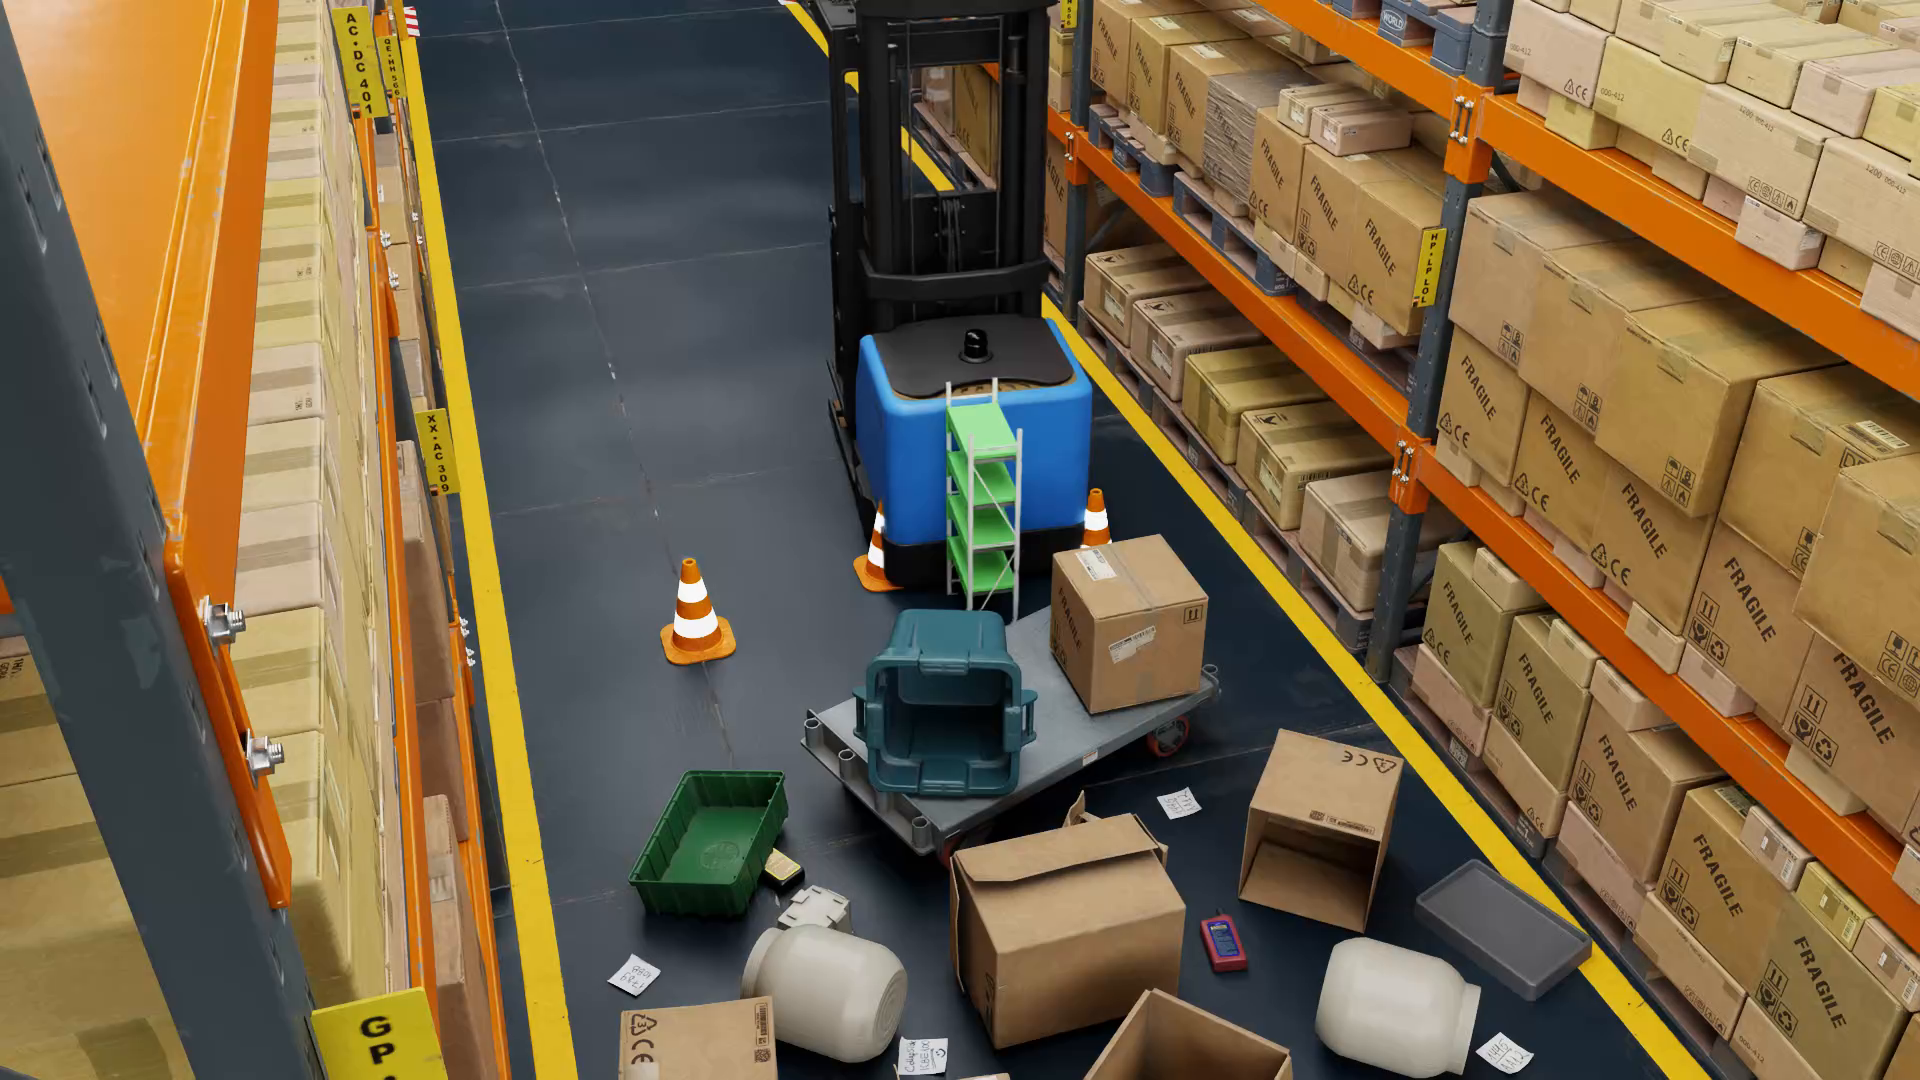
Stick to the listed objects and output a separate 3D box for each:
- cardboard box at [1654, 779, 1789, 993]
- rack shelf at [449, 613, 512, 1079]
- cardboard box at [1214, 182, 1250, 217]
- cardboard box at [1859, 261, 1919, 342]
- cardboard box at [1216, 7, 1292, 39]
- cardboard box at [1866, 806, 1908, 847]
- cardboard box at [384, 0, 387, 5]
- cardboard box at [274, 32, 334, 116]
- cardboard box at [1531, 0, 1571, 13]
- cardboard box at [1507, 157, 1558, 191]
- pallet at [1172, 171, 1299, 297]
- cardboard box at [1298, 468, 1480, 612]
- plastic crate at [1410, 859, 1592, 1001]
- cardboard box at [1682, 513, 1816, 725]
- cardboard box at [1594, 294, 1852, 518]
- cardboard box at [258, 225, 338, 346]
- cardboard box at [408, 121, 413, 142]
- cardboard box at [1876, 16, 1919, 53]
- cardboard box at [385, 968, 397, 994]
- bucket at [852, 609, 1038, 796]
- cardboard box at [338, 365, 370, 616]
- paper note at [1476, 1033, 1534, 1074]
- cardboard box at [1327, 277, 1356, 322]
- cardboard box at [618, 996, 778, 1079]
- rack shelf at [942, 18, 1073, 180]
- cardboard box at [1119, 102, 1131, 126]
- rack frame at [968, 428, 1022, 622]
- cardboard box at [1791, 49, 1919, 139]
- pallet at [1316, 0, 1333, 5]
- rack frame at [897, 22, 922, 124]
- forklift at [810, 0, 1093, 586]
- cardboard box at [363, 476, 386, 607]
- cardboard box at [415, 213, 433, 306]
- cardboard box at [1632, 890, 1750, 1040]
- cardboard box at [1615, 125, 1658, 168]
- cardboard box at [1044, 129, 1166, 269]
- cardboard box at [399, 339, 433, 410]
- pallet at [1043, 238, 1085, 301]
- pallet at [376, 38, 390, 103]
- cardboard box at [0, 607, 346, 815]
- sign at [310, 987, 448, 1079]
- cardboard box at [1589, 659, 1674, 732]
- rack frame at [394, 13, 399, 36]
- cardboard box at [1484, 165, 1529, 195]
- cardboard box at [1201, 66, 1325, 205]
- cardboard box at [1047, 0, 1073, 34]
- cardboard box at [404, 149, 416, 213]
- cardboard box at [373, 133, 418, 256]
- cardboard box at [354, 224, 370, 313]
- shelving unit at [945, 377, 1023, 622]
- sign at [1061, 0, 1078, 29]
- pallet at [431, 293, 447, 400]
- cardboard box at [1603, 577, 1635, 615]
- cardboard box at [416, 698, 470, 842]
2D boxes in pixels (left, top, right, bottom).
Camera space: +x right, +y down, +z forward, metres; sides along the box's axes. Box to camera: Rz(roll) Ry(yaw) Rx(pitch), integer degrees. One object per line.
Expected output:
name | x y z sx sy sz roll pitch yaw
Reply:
cardboard box | 2.811 1.152 5.719 0.500 0.500 0.500 -11 35 -16
rack shelf | -1.680 1.544 4.344 1.077 0.370 4.000 -10 35 -15
cardboard box | 1.542 -1.803 8.605 0.380 0.149 0.250 -9 34 -13
cardboard box | 2.727 -0.677 4.561 0.380 0.149 0.250 -10 35 -15
cardboard box | 1.744 -2.671 9.330 0.500 0.500 0.500 -11 35 -15
cardboard box | 3.003 0.813 5.027 0.380 0.149 0.250 -10 35 -14
cardboard box | -4.505 -4.105 12.469 0.380 0.149 0.250 -9 34 -13
cardboard box | -1.722 -1.099 4.004 0.380 0.149 0.250 -10 35 -15
cardboard box | 2.178 -1.950 5.764 0.380 0.149 0.250 -11 35 -16
cardboard box | 2.586 -1.609 7.135 0.380 0.149 0.250 -10 35 -15
pallet | 1.816 -1.679 8.744 1.003 0.211 1.213 -10 35 -15
cardboard box | 2.231 -0.045 8.100 0.950 0.372 0.625 -10 35 -14
plastic crate | 2.091 1.489 6.424 0.402 0.080 0.583 -23 40 -31
cardboard box | 2.751 0.208 5.354 0.500 0.500 0.500 -10 35 -14
cardboard box | 2.583 -0.467 5.468 0.700 0.500 0.500 -11 35 -16
cardboard box | -1.334 -0.433 2.996 0.380 0.149 0.250 -10 35 -14
cardboard box | -4.536 -3.237 13.133 0.380 0.149 0.250 -12 35 -17
cardboard box | 3.030 -1.497 5.078 0.380 0.149 0.250 -11 35 -16
cardboard box | -0.869 0.697 2.010 0.380 0.149 0.250 -10 35 -14
bucket | -0.053 0.610 6.697 0.726 0.611 0.620 1 23 2
cardboard box | -1.284 -0.063 2.799 0.500 0.250 0.500 -10 35 -15
paper note | 1.950 1.835 5.945 0.142 0.019 0.148 -23 40 -31
cardboard box | 1.909 -1.127 7.581 0.380 0.149 0.250 -11 35 -16
cardboard box | -0.839 1.879 5.451 0.500 0.500 0.500 -4 34 -6
rack shelf | 0.563 -3.541 12.041 1.077 0.370 4.000 -10 35 -15
cardboard box | 1.149 -2.506 9.668 0.380 0.149 0.250 -12 35 -18
rack frame | 0.155 0.026 7.622 0.240 1.200 0.015 -7 34 -10
cardboard box | 2.628 -1.276 4.744 0.380 0.149 0.250 -11 35 -15
pallet | 1.987 -2.750 7.641 1.213 0.211 1.003 -10 35 -15
rack frame | -0.047 -4.891 13.432 1.000 3.000 0.127 -10 35 -15
forklift | -0.152 -1.801 8.816 1.130 2.935 3.031 -7 34 -10
cardboard box | -1.254 0.034 3.013 0.380 0.149 0.250 -10 35 -15
cardboard box | -3.640 -1.716 10.512 0.500 0.500 0.500 -10 35 -14
cardboard box | 2.795 1.455 5.941 0.500 0.250 0.500 -11 35 -16
cardboard box | 2.462 -1.375 5.616 0.380 0.149 0.250 -10 35 -15
cardboard box | 1.041 -2.457 11.293 0.875 0.875 0.875 -10 35 -15
cardboard box | -2.349 -0.434 6.595 0.500 0.500 0.500 -10 35 -14
pallet | 1.004 -2.055 11.668 1.003 0.211 1.213 -10 35 -15
pallet | -4.153 -2.858 10.529 1.003 0.211 1.213 -10 35 -15
cardboard box | -0.944 0.238 1.982 0.380 0.149 0.250 -10 35 -14
sign | -0.540 0.555 1.604 0.100 0.325 0.005 -10 35 -15
cardboard box | 2.540 0.539 6.059 0.380 0.149 0.250 -8 34 -12
rack frame | -5.951 -6.106 15.270 1.000 3.000 0.127 -10 35 -15
cardboard box | 2.523 -1.327 7.295 0.500 0.500 0.500 -9 35 -14
cardboard box | 1.569 -2.043 8.380 0.500 0.500 0.500 -11 35 -17
cardboard box | 0.766 -3.478 10.294 0.500 0.500 0.500 -11 35 -16
cardboard box | -3.784 -2.282 10.689 0.500 0.250 0.500 -10 35 -14
cardboard box | -3.117 -1.756 8.596 0.500 0.500 0.500 -10 35 -15
cardboard box | -1.640 -0.630 4.018 0.380 0.149 0.250 -10 35 -15
shelving unit | 0.105 -0.105 7.821 0.258 1.200 0.503 -7 34 -10
sign | 0.645 -3.179 9.790 0.100 0.325 0.005 -10 35 -15
pallet | -3.747 -1.153 10.303 1.003 0.211 1.213 -10 35 -15
cardboard box | 2.574 0.162 6.013 0.380 0.149 0.250 -10 35 -15
cardboard box | -1.977 0.608 4.973 0.875 0.550 0.550 -10 35 -15
